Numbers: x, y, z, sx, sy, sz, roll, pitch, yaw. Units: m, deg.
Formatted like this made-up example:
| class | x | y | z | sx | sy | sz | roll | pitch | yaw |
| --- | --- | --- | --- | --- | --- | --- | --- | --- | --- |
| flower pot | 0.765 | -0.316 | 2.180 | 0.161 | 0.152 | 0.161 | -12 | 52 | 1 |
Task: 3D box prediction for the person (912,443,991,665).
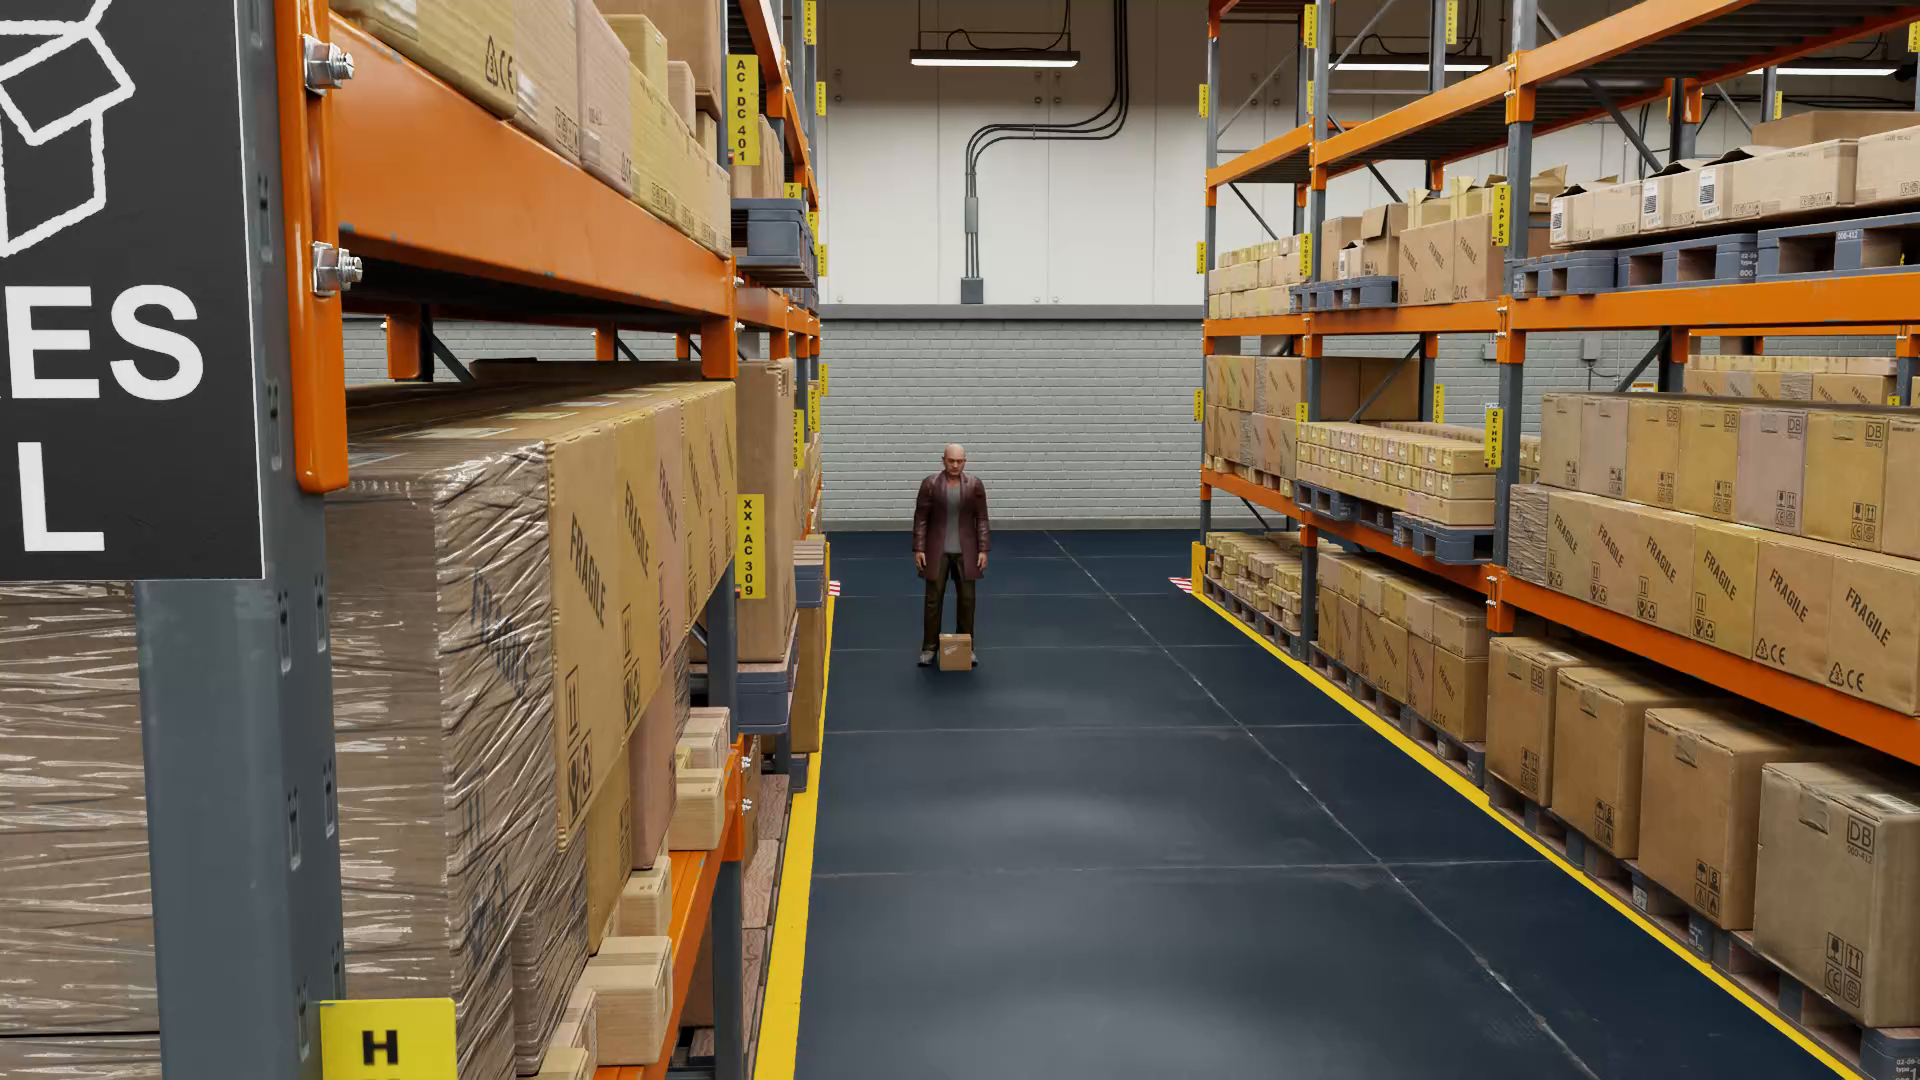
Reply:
| class | x | y | z | sx | sy | sz | roll | pitch | yaw |
| --- | --- | --- | --- | --- | --- | --- | --- | --- | --- |
| person | -0.071 | 0.107 | 13.395 | 0.640 | 1.773 | 0.426 | -1 | 7 | -4 |
